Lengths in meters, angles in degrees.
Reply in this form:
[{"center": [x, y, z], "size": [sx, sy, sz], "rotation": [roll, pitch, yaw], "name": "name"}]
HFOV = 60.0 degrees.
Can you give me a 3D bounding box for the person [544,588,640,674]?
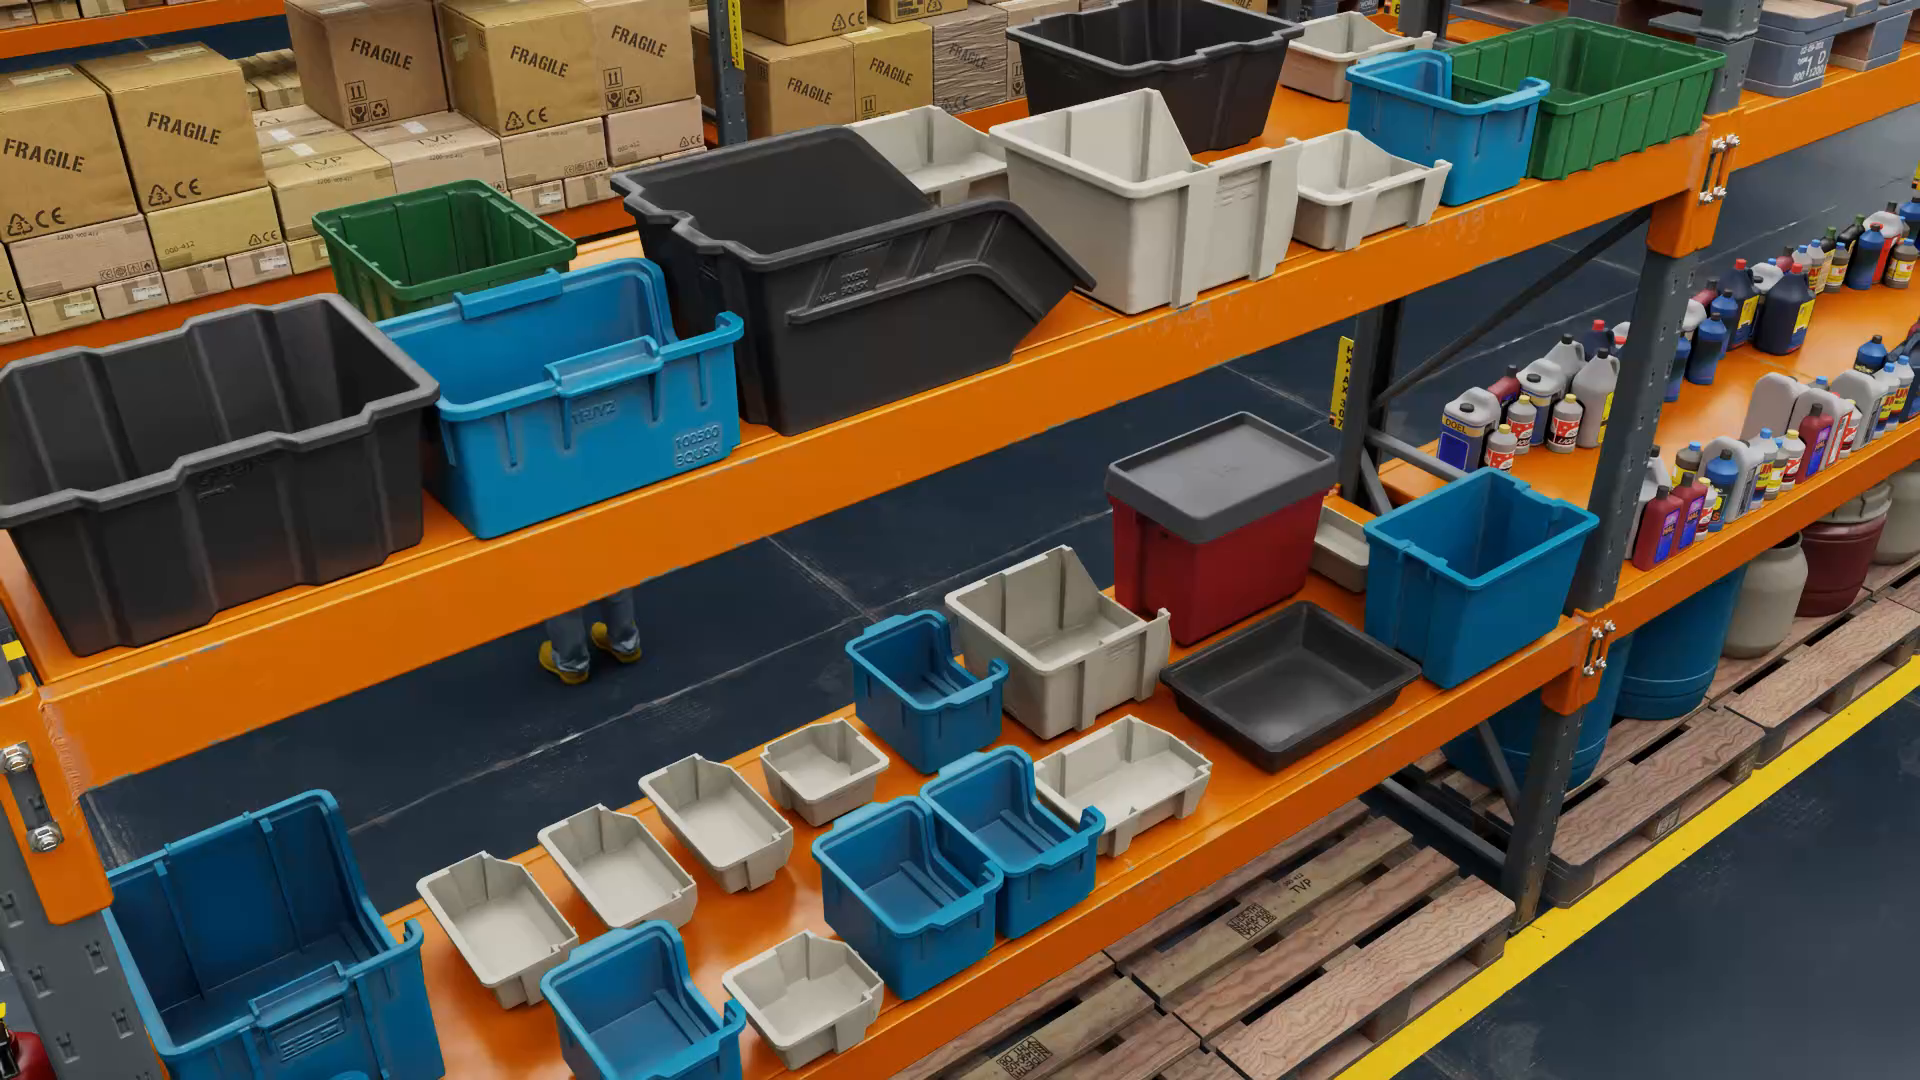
[{"center": [-1.562, -0.262, 6.479], "size": [0.559, 1.699, 0.324], "rotation": [-21, 38, -30], "name": "person"}]
